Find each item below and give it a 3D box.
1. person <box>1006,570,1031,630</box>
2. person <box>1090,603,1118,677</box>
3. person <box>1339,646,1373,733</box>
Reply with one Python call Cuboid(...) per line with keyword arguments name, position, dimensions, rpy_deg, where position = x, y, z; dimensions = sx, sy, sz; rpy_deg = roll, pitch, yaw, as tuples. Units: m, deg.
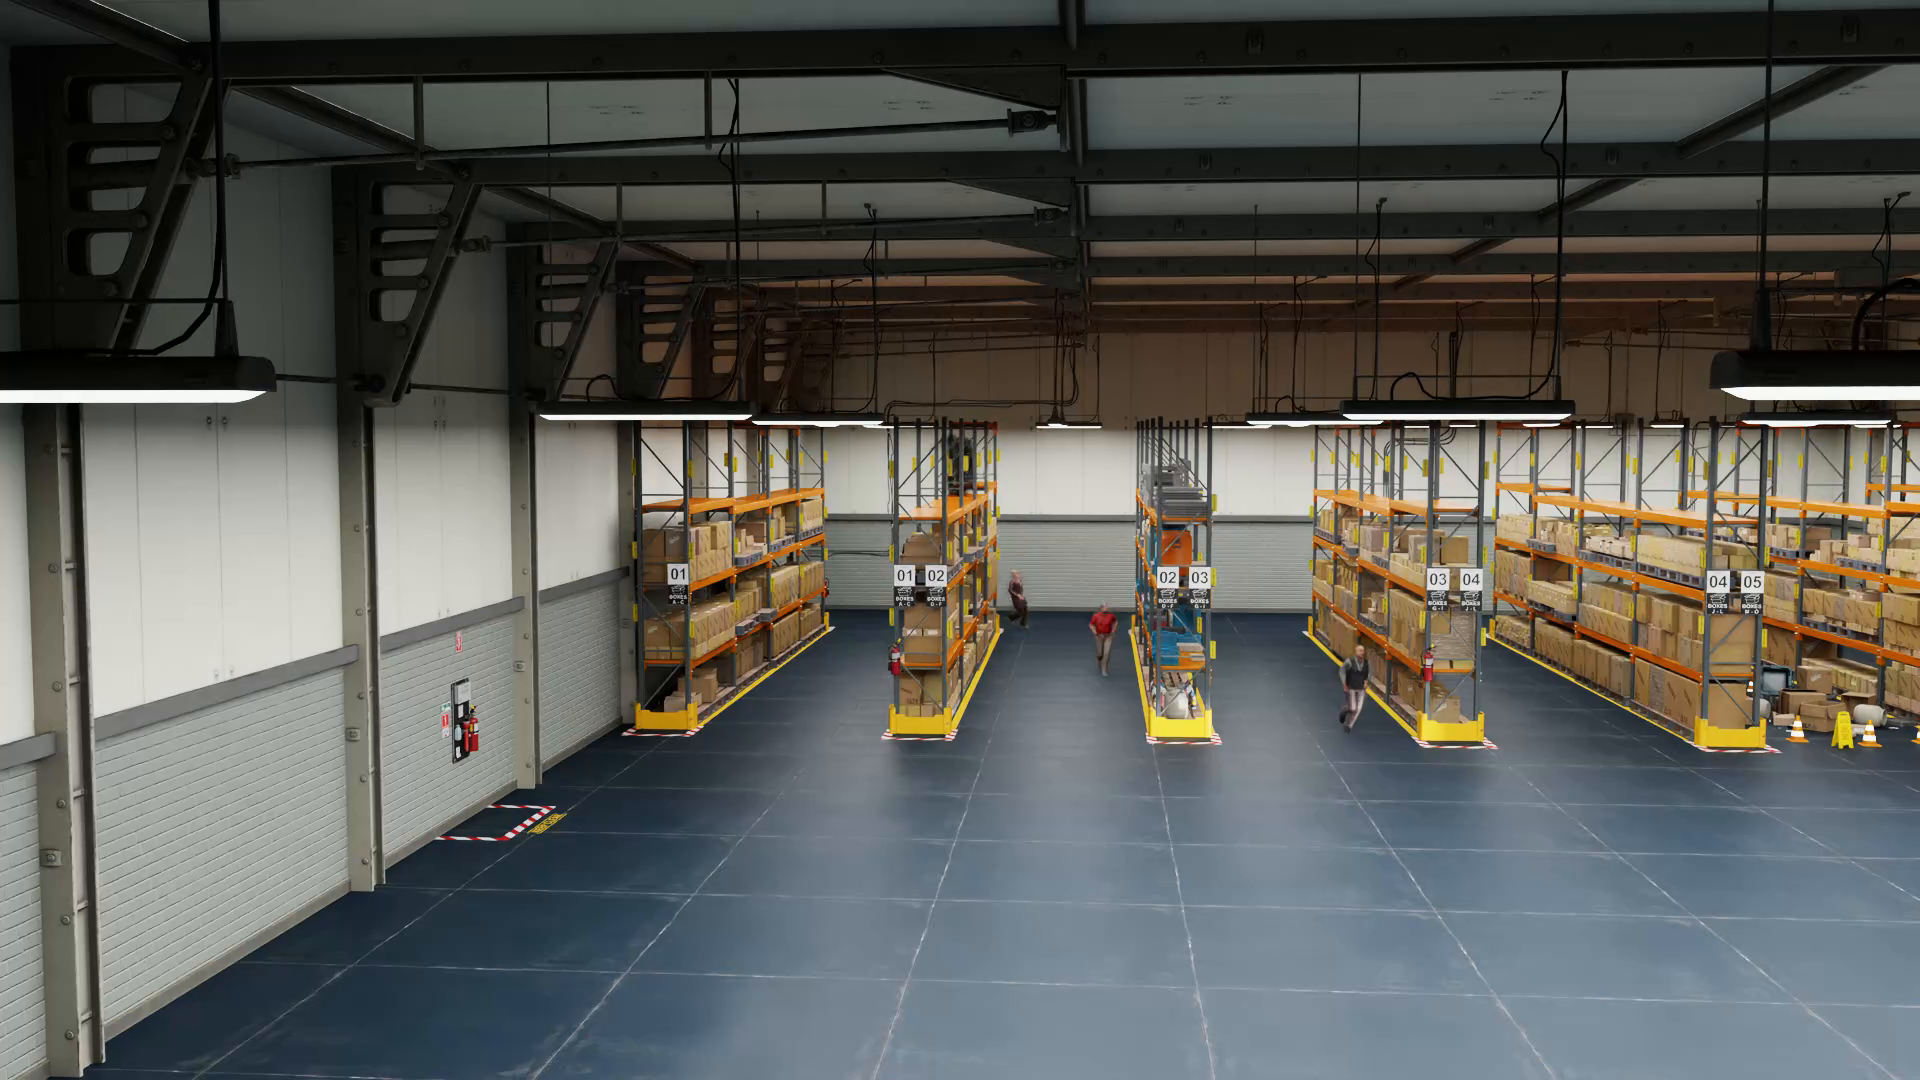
Cuboid(name="person", position=(1.667, 1.734, 48.118), dimensions=(0.748, 1.754, 0.763), rpy_deg=(2, 4, 27))
Cuboid(name="person", position=(3.391, 2.337, 39.245), dimensions=(0.673, 1.732, 0.815), rpy_deg=(0, 4, 2))
Cuboid(name="person", position=(7.565, 2.836, 31.723), dimensions=(0.644, 1.662, 0.594), rpy_deg=(-1, 4, -8))
